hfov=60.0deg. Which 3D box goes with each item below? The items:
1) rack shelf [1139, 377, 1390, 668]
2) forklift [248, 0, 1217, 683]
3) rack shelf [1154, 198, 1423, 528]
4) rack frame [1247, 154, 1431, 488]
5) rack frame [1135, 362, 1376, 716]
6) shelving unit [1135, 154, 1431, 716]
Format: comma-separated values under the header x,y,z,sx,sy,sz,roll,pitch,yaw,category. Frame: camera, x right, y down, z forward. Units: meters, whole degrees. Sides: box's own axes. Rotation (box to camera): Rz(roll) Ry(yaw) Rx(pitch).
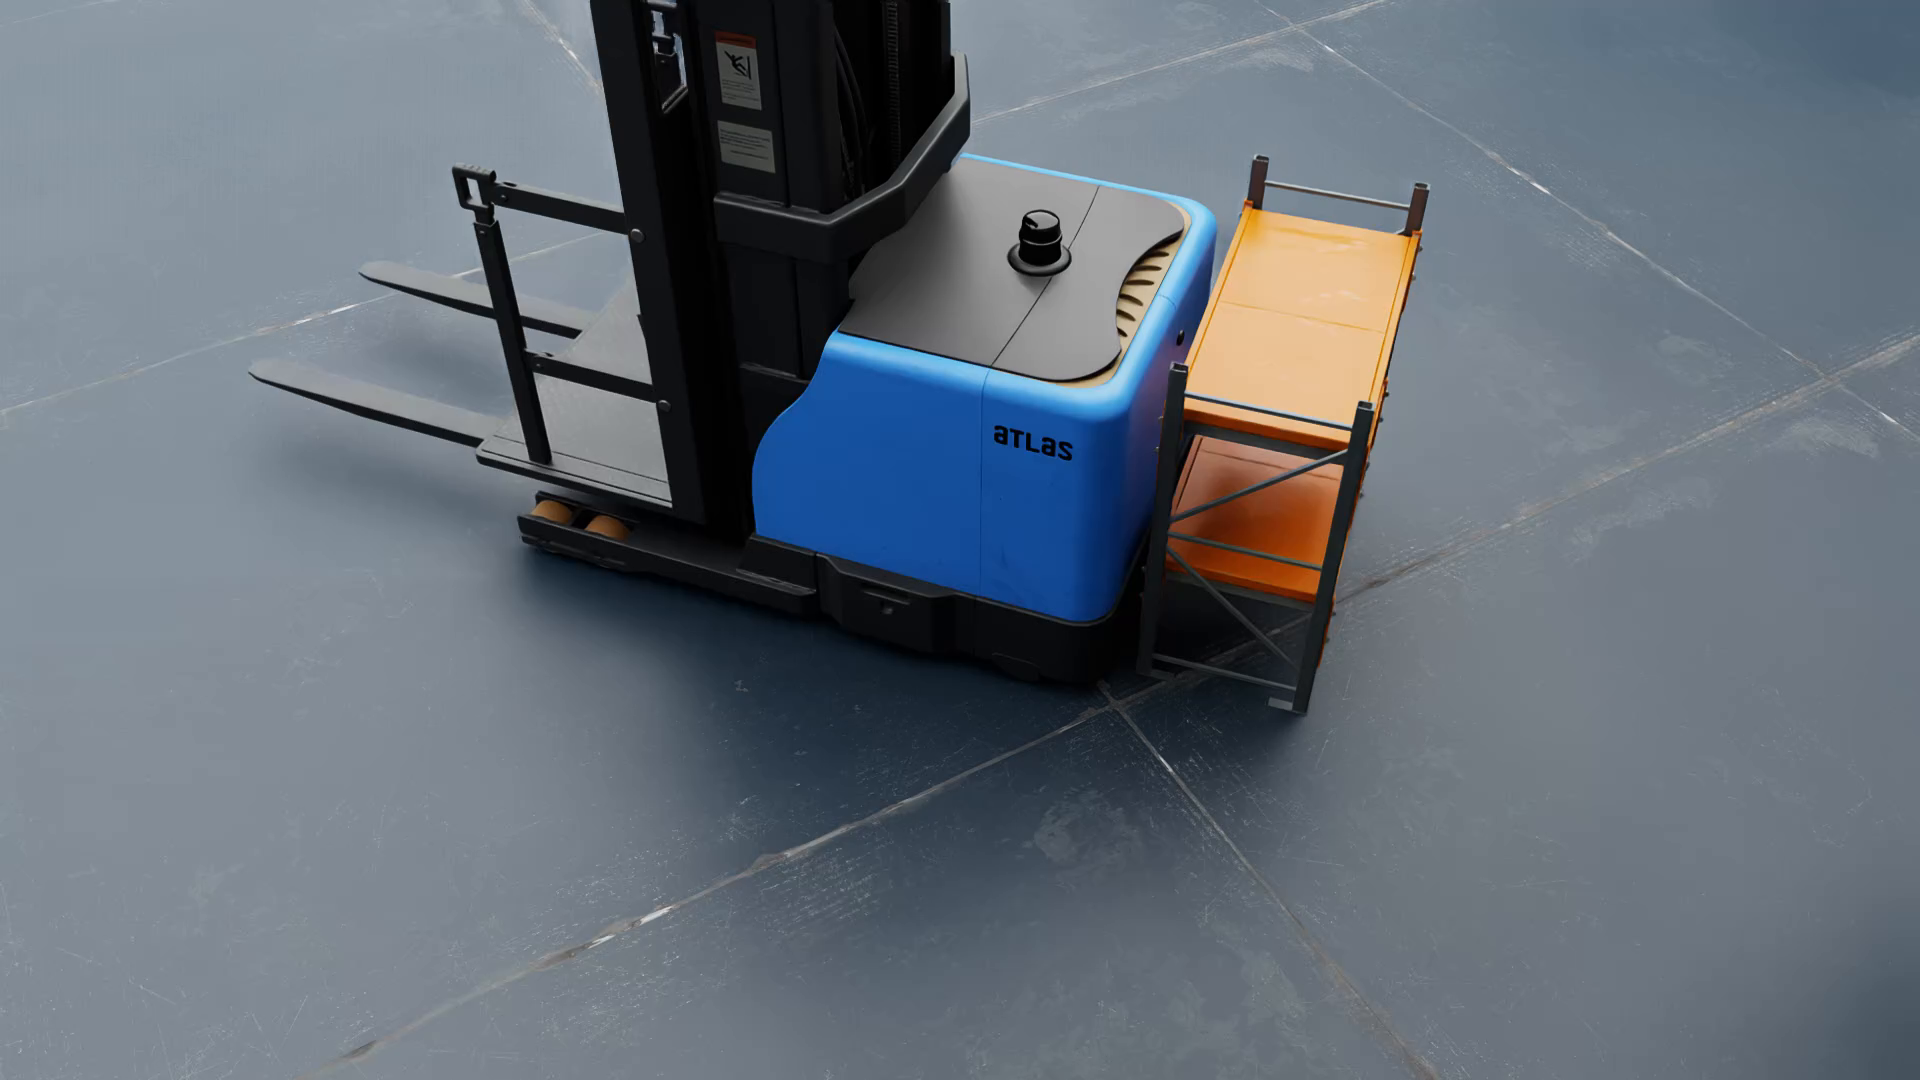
x,y,z,sx,sy,sz,roll,pitch,yaw,category
0.916,-0.129,4.926,0.538,0.278,1.000,13,46,13,rack shelf
-0.830,-1.290,4.474,3.031,2.935,1.130,15,46,15,forklift
0.916,-0.514,4.552,0.538,0.278,1.000,13,46,13,rack shelf
1.079,-0.640,5.101,0.500,1.125,0.032,13,46,13,rack frame
0.753,0.031,4.410,0.500,1.125,0.032,13,46,13,rack frame
0.916,-0.304,4.756,0.538,1.125,1.048,13,46,13,shelving unit
